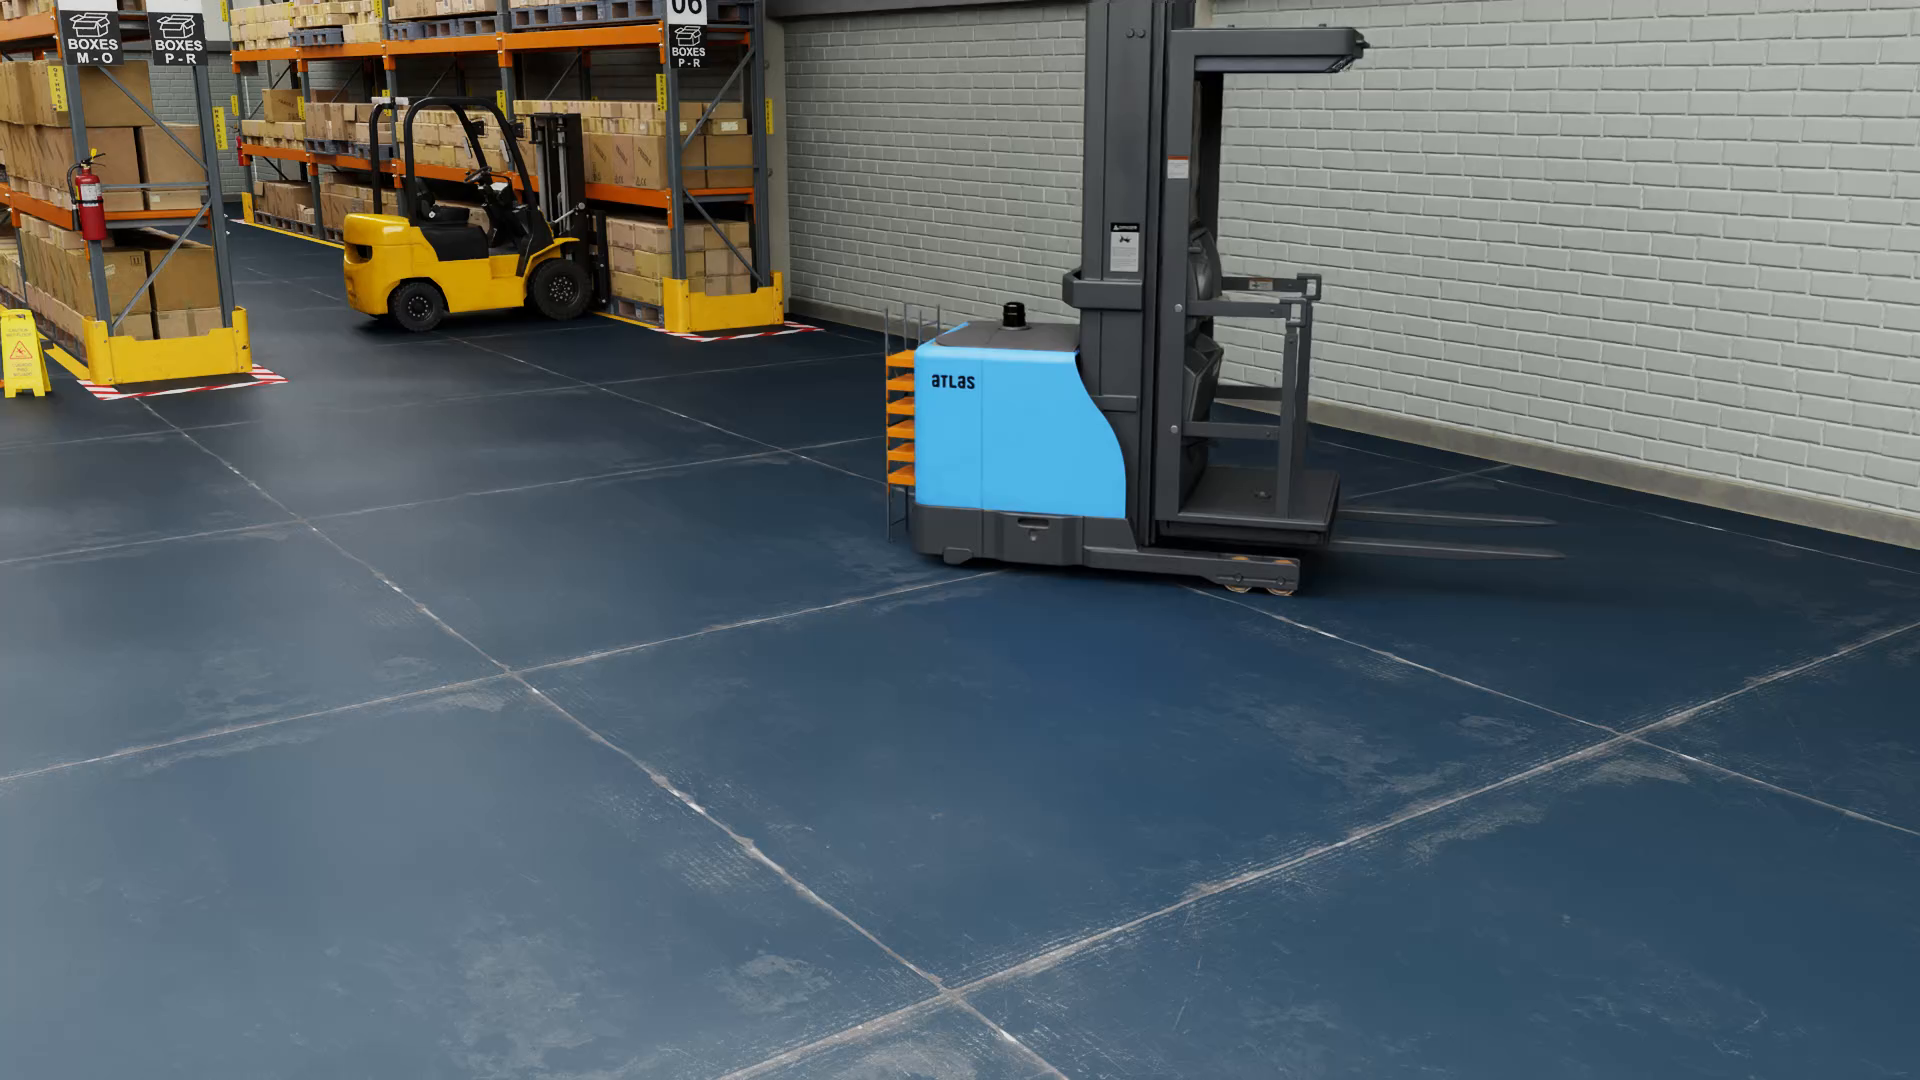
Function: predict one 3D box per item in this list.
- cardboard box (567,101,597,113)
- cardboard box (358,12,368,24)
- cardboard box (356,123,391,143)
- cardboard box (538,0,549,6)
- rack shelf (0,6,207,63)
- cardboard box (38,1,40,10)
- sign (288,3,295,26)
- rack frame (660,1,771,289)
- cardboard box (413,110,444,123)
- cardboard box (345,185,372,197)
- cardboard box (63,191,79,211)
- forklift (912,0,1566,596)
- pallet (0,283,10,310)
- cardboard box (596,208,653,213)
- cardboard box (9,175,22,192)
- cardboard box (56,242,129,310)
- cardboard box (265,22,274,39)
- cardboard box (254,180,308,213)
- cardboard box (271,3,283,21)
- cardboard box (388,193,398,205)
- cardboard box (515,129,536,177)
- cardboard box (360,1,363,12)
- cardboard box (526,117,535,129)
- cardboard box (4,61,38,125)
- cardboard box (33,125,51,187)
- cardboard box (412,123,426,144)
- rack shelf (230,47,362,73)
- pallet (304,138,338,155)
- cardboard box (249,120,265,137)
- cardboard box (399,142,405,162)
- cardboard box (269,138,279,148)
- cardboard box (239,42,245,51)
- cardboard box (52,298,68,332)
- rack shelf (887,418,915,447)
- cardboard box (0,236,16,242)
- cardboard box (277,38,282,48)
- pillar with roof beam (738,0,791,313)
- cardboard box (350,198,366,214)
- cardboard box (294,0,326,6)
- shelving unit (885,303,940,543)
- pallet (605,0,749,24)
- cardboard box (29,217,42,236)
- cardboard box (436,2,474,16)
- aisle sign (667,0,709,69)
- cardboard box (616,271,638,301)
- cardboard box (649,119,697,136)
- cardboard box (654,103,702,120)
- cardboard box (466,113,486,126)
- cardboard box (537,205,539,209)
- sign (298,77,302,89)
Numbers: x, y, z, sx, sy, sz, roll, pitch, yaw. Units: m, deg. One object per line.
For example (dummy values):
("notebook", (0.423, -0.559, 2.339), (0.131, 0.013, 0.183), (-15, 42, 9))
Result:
("cardboard box", (-3.879, -4.511, 17.396), (0.380, 0.149, 0.250), (-11, 19, -35))
("cardboard box", (-7.855, -7.008, 22.345), (0.380, 0.149, 0.250), (-11, 19, -35))
("cardboard box", (-7.882, -5.543, 22.636), (0.500, 0.250, 0.500), (-12, 19, -37))
("cardboard box", (-4.178, -5.653, 17.358), (0.380, 0.149, 0.250), (-10, 18, -33))
("rack shelf", (-7.485, -4.285, 14.232), (1.077, 0.370, 4.000), (-11, 19, -35))
("cardboard box", (-7.047, -4.227, 13.132), (0.380, 0.149, 0.250), (-10, 18, -33))
("sign", (-9.787, -7.702, 24.375), (0.100, 0.325, 0.005), (-11, 19, -35))
("rack frame", (-2.296, -3.530, 15.790), (1.000, 3.000, 0.127), (-11, 19, -35))
("cardboard box", (-6.721, -5.378, 21.124), (0.380, 0.149, 0.250), (-10, 18, -33))
("cardboard box", (-8.682, -5.068, 24.122), (0.380, 0.149, 0.250), (-11, 19, -35))
("cardboard box", (-6.941, -2.721, 13.311), (0.380, 0.149, 0.250), (-11, 19, -35))
("forklift", (1.343, -1.312, 7.818), (3.031, 2.935, 1.130), (4, 16, 15))
("pallet", (-9.842, -2.694, 18.020), (1.003, 0.211, 1.213), (-11, 19, -35))
("cardboard box", (-3.606, -3.451, 18.023), (0.500, 0.250, 0.500), (-11, 19, -34))
("cardboard box", (-8.735, -3.374, 15.699), (0.380, 0.149, 0.250), (-11, 19, -35))
("cardboard box", (-7.301, -2.238, 14.063), (0.500, 0.500, 0.500), (-10, 18, -33))
("cardboard box", (-10.444, -7.895, 25.777), (0.500, 0.250, 0.500), (-10, 18, -33))
("cardboard box", (-11.421, -5.799, 28.016), (0.797, 0.503, 0.637), (-12, 19, -37))
("cardboard box", (-10.149, -8.029, 25.319), (0.500, 0.250, 0.500), (-11, 19, -35))
("cardboard box", (-7.495, -4.614, 22.462), (0.380, 0.149, 0.250), (-12, 19, -37))
("cardboard box", (-4.599, -4.297, 18.404), (0.500, 0.500, 0.500), (-12, 19, -36))
("cardboard box", (-7.824, -7.158, 22.330), (0.380, 0.149, 0.250), (-11, 19, -35))
("cardboard box", (-4.520, -4.581, 18.213), (0.380, 0.149, 0.250), (-10, 18, -33))
("cardboard box", (-7.461, -3.710, 13.801), (0.700, 0.500, 0.500), (-11, 19, -35))
("cardboard box", (-7.433, -3.238, 13.973), (0.500, 0.500, 0.500), (-11, 19, -35))
("cardboard box", (-6.643, -5.167, 21.109), (0.500, 0.250, 0.500), (-10, 18, -33))
("rack shelf", (-10.528, -7.619, 26.412), (1.077, 0.370, 4.000), (-11, 19, -35))
("pallet", (-8.971, -5.812, 24.492), (1.003, 0.211, 1.213), (-11, 19, -35))
("cardboard box", (-11.359, -6.771, 27.354), (0.500, 0.250, 0.500), (-11, 19, -34))
("cardboard box", (-6.937, -5.033, 21.567), (0.500, 0.250, 0.500), (-11, 19, -34))
("cardboard box", (-10.844, -6.376, 26.667), (0.380, 0.149, 0.250), (-10, 18, -33))
("cardboard box", (-11.705, -8.168, 27.530), (0.380, 0.149, 0.250), (-10, 18, -33))
("cardboard box", (-7.613, -1.988, 14.572), (0.500, 0.250, 0.500), (-12, 19, -37))
("rack shelf", (-0.236, -0.541, 8.447), (0.180, 0.103, 0.258), (6, 17, 22))
("cardboard box", (-10.689, -3.280, 19.059), (0.950, 0.372, 0.625), (-12, 20, -38))
("cardboard box", (-10.236, -7.613, 25.504), (0.380, 0.149, 0.250), (-11, 19, -35))
("pillar with roof beam", (-5.459, -6.044, 13.611), (9.100, 9.000, 0.400), (-11, 19, -35))
("cardboard box", (-8.339, -4.620, 23.712), (0.500, 0.500, 0.500), (-12, 19, -37))
("cardboard box", (-9.457, -7.893, 24.194), (0.396, 0.266, 0.258), (-11, 19, -35))
("shelving unit", (-0.236, -0.583, 8.435), (0.189, 1.200, 0.258), (6, 17, 22))
("pallet", (-2.691, -5.089, 15.972), (1.003, 0.211, 1.213), (-11, 19, -35))
("cardboard box", (-8.204, -2.850, 15.071), (0.380, 0.149, 0.250), (-10, 18, -32))
("cardboard box", (-5.994, -6.313, 19.767), (0.380, 0.149, 0.250), (-11, 19, -35))
("aisle sign", (-2.495, -4.724, 15.229), (0.394, 0.787, 0.004), (-11, 19, -35))
("cardboard box", (-3.113, -2.565, 16.679), (0.500, 0.250, 0.500), (-11, 19, -35))
("cardboard box", (-2.727, -3.921, 15.803), (0.380, 0.149, 0.250), (-11, 19, -34))
("cardboard box", (-2.678, -4.078, 15.812), (0.380, 0.149, 0.250), (-11, 19, -34))
("cardboard box", (-5.558, -4.932, 19.495), (0.380, 0.149, 0.250), (-12, 19, -36))
("cardboard box", (-4.618, -3.590, 18.531), (0.500, 0.250, 0.500), (-11, 19, -35))
("sign", (-11.243, -7.739, 28.378), (0.100, 0.325, 0.005), (-11, 19, -35))
